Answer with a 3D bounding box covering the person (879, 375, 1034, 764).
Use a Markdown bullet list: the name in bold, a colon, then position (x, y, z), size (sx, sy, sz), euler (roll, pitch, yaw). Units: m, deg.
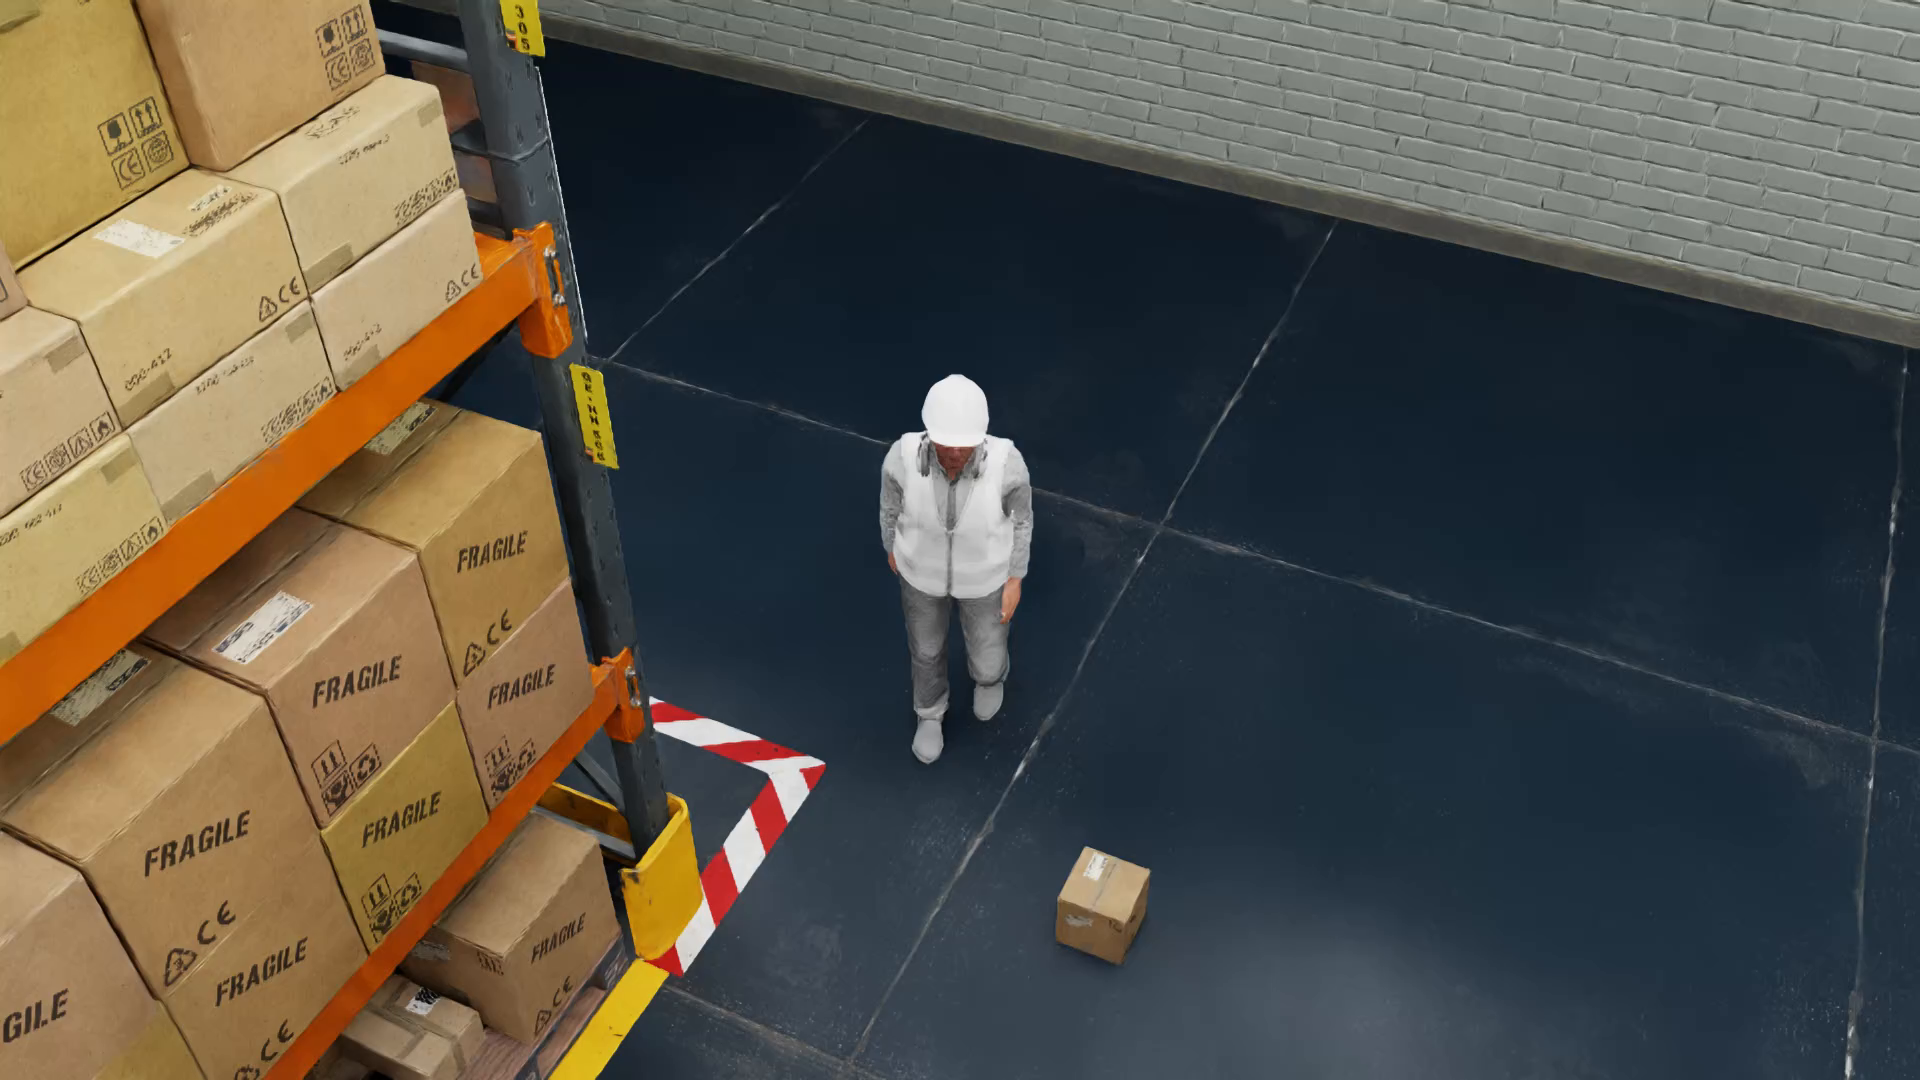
- **person**: position (-0.014, 0.084, 6.044), size (0.553, 1.770, 0.540), euler (4, 42, 4)
